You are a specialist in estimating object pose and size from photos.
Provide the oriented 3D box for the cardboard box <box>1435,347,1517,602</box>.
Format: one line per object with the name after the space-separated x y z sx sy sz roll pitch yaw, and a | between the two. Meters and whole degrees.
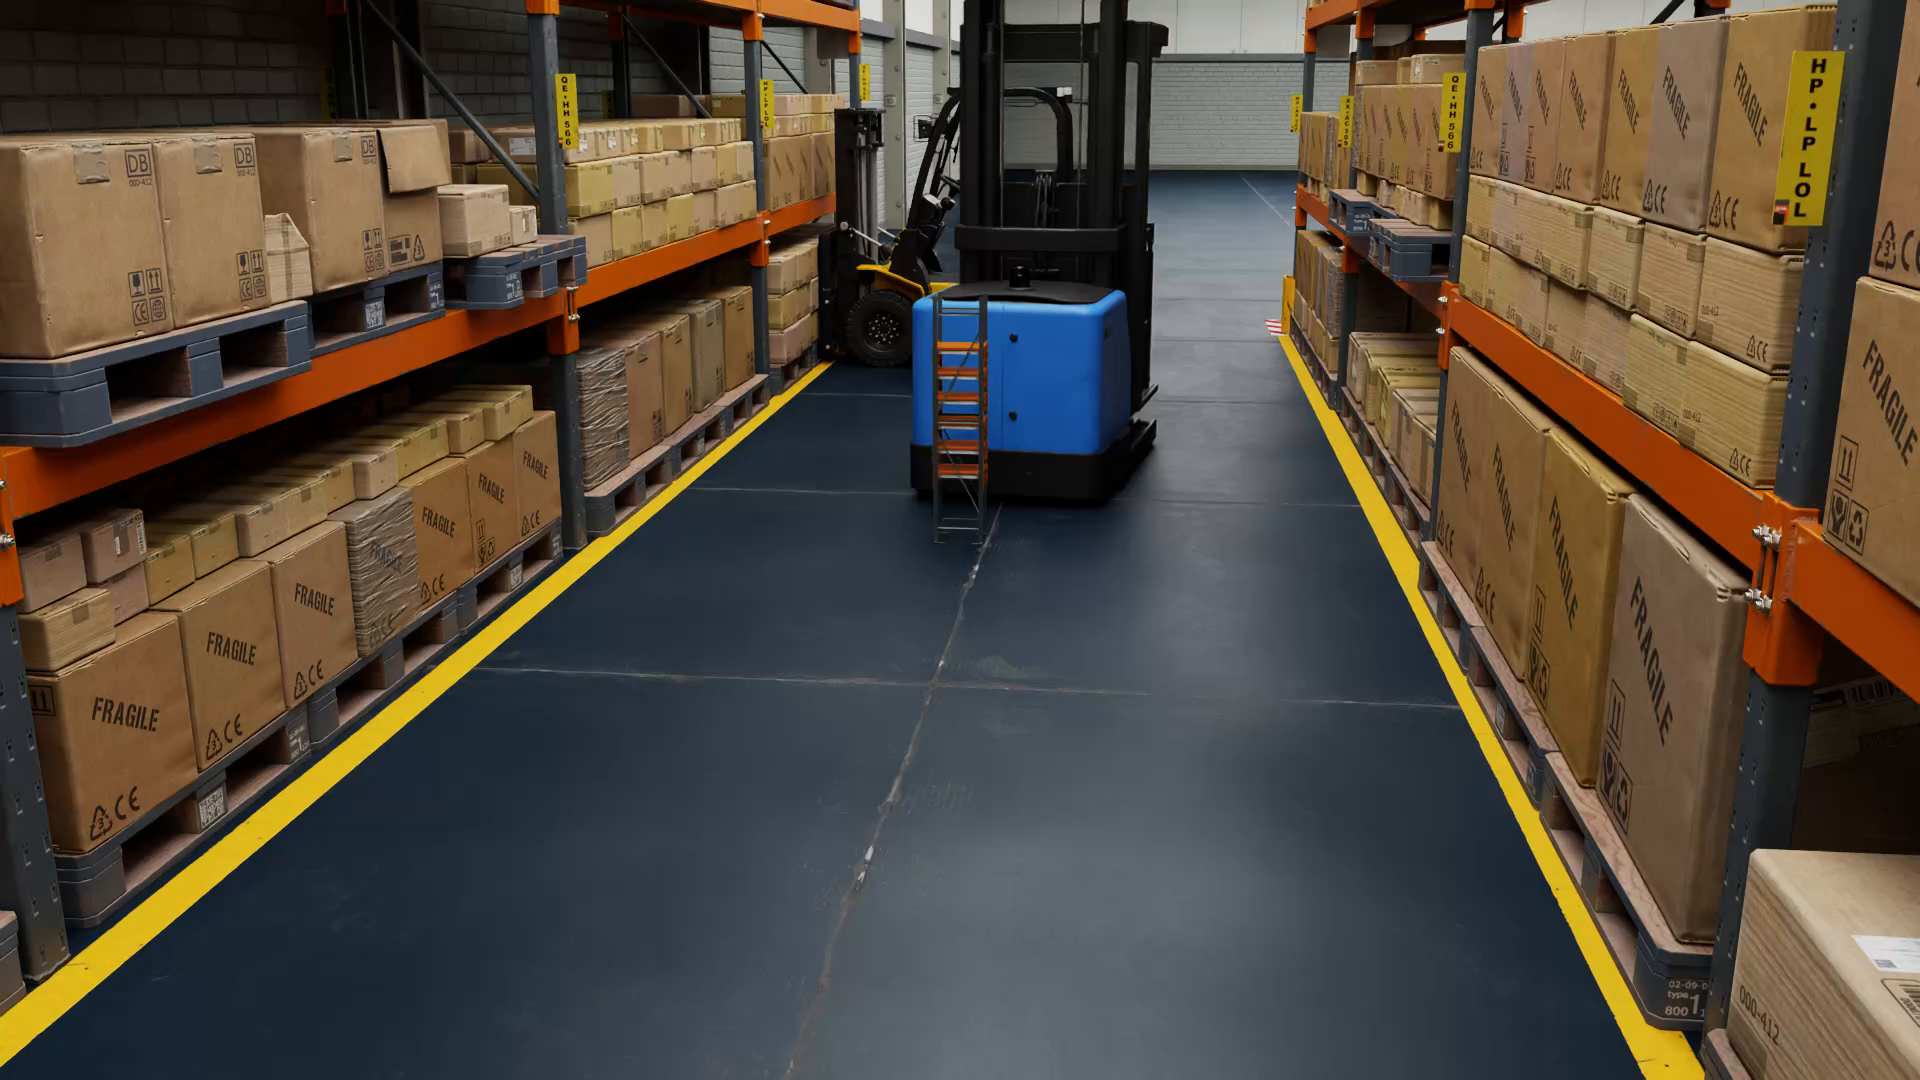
2.465 -0.274 6.693 0.875 0.875 0.875 2 15 6 | cardboard box

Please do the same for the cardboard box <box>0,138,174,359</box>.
-2.482 -0.751 4.196 0.700 0.500 0.500 2 15 8 | cardboard box

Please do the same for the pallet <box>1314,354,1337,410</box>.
3.117 -1.140 11.973 1.003 0.211 1.213 2 15 6 | pallet

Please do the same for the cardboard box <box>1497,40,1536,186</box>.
2.280 -1.554 6.057 0.500 0.500 0.500 2 15 6 | cardboard box

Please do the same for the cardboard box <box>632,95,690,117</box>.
-2.120 -3.053 11.700 0.380 0.149 0.250 2 15 6 | cardboard box

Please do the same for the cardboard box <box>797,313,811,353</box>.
-1.431 -1.579 12.719 0.500 0.250 0.500 1 15 5 | cardboard box

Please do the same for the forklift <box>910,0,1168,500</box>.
0.599 -1.966 9.817 1.130 2.935 3.031 4 16 14 | forklift

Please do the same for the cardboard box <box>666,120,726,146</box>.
-1.663 -2.521 10.303 0.380 0.149 0.250 1 15 5 | cardboard box

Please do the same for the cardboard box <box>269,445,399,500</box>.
-2.289 -0.249 6.078 0.380 0.149 0.250 1 15 4 | cardboard box

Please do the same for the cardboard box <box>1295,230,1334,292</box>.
3.160 -2.378 14.237 0.500 0.500 0.500 1 15 4 | cardboard box

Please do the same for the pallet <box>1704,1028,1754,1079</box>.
2.010 1.305 2.930 1.003 0.211 1.213 2 15 6 | pallet

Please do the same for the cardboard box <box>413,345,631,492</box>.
-2.223 -0.636 8.513 0.875 0.625 0.625 2 15 8 | cardboard box

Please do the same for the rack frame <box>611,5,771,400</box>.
-1.856 -2.456 11.498 1.000 3.000 0.127 2 15 6 | rack frame

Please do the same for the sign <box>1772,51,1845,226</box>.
1.633 -0.770 3.196 0.100 0.325 0.005 2 15 6 | sign

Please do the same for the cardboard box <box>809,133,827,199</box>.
-1.370 -3.008 13.349 0.500 0.500 0.500 2 15 7 | cardboard box

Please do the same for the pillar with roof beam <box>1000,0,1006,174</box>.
5.284 -13.889 42.288 9.100 9.000 0.400 2 15 6 | pillar with roof beam

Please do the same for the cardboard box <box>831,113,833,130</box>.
-1.294 -3.560 14.147 0.380 0.149 0.250 2 15 6 | cardboard box

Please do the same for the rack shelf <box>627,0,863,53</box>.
-1.630 -4.075 13.118 1.077 0.370 4.000 2 15 6 | rack shelf

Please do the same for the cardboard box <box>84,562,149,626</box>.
-2.500 0.151 4.600 0.380 0.149 0.250 1 15 5 | cardboard box

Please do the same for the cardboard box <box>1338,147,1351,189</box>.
2.879 -2.625 11.362 0.500 0.500 0.500 1 15 5 | cardboard box

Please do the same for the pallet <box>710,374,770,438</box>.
-1.900 -0.918 11.151 1.003 0.211 1.213 2 15 6 | pallet

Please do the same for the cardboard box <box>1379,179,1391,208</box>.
2.525 -1.921 9.196 0.380 0.149 0.250 2 15 8 | cardboard box

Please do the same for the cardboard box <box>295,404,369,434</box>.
-2.681 -0.467 6.882 0.380 0.149 0.250 2 15 7 | cardboard box

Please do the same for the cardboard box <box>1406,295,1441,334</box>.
3.411 -1.693 11.703 0.500 0.500 0.500 2 15 9 | cardboard box

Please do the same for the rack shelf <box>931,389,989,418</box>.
0.002 -0.656 8.000 0.258 0.103 0.180 2 15 6 | rack shelf

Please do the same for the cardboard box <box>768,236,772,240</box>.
-1.832 -2.340 13.619 0.500 0.250 0.500 1 15 5 | cardboard box

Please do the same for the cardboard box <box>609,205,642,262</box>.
-1.953 -1.584 8.561 0.500 0.250 0.500 1 15 5 | cardboard box

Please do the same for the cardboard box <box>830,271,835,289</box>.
-1.314 -2.081 13.615 0.500 0.250 0.500 2 15 6 | cardboard box

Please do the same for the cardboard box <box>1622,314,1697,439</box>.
2.032 -0.419 4.253 0.500 0.250 0.500 1 15 5 | cardboard box

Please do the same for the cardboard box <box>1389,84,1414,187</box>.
2.503 -2.059 8.465 0.500 0.500 0.500 1 15 2 | cardboard box

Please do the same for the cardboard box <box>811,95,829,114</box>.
-1.280 -3.565 13.596 0.380 0.149 0.250 2 15 7 | cardboard box

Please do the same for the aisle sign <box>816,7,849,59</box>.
-1.105 -4.757 15.026 0.394 0.787 0.004 2 15 6 | aisle sign

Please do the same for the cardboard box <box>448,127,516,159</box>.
-2.463 -2.007 8.402 0.380 0.149 0.250 2 15 6 | cardboard box

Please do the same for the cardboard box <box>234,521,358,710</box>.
-2.370 0.236 5.525 0.500 0.500 0.500 1 15 5 | cardboard box

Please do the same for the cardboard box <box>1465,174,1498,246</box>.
2.322 -1.318 6.619 0.500 0.250 0.500 2 15 6 | cardboard box

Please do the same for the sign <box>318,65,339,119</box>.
-2.859 -1.993 7.567 0.100 0.325 0.005 2 15 6 | sign

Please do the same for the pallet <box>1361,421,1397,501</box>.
2.855 -0.445 9.404 1.003 0.211 1.213 2 15 6 | pallet

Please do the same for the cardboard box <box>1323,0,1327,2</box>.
3.026 -4.263 12.916 0.380 0.149 0.250 2 15 7 | cardboard box

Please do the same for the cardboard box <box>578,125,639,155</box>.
-1.931 -2.125 8.839 0.380 0.149 0.250 2 15 7 | cardboard box

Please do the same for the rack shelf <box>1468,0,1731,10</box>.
2.399 -1.855 4.908 1.077 0.370 4.000 2 15 6 | rack shelf

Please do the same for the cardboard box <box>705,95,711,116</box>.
-1.603 -3.106 11.897 0.380 0.149 0.250 2 15 7 | cardboard box

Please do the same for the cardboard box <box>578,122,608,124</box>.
-2.305 -2.403 9.869 0.380 0.149 0.250 2 15 6 | cardboard box

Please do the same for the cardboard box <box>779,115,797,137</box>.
-1.428 -3.090 12.407 0.380 0.149 0.250 2 15 7 | cardboard box

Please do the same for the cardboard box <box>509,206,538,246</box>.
-2.000 -1.318 6.967 0.380 0.149 0.250 2 15 7 | cardboard box

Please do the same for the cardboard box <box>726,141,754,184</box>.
-1.657 -2.490 10.953 0.500 0.250 0.500 1 15 5 | cardboard box

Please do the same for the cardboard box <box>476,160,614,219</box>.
-1.990 -1.694 8.012 0.500 0.250 0.500 2 15 6 | cardboard box

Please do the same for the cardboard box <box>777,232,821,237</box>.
-1.246 -2.459 14.057 0.500 0.250 0.500 2 15 7 | cardboard box

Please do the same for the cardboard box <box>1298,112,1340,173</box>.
3.199 -3.425 14.321 0.500 0.500 0.500 1 15 5 | cardboard box

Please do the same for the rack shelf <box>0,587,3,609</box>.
-2.984 0.485 2.000 1.077 0.370 4.000 2 15 6 | rack shelf

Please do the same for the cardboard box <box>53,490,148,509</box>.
-2.873 -0.063 5.389 0.380 0.149 0.250 2 15 8 | cardboard box

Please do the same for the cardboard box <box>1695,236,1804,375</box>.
1.982 -0.526 3.691 0.500 0.250 0.500 2 15 6 | cardboard box

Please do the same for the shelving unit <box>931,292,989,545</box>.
0.002 -0.583 8.019 0.258 1.200 0.189 2 15 6 | shelving unit

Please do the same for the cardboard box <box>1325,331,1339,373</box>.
2.876 -1.347 11.861 0.500 0.250 0.500 2 15 9 | cardboard box

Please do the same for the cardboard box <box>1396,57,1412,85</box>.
2.652 -2.622 9.304 0.380 0.149 0.250 3 15 9 | cardboard box
